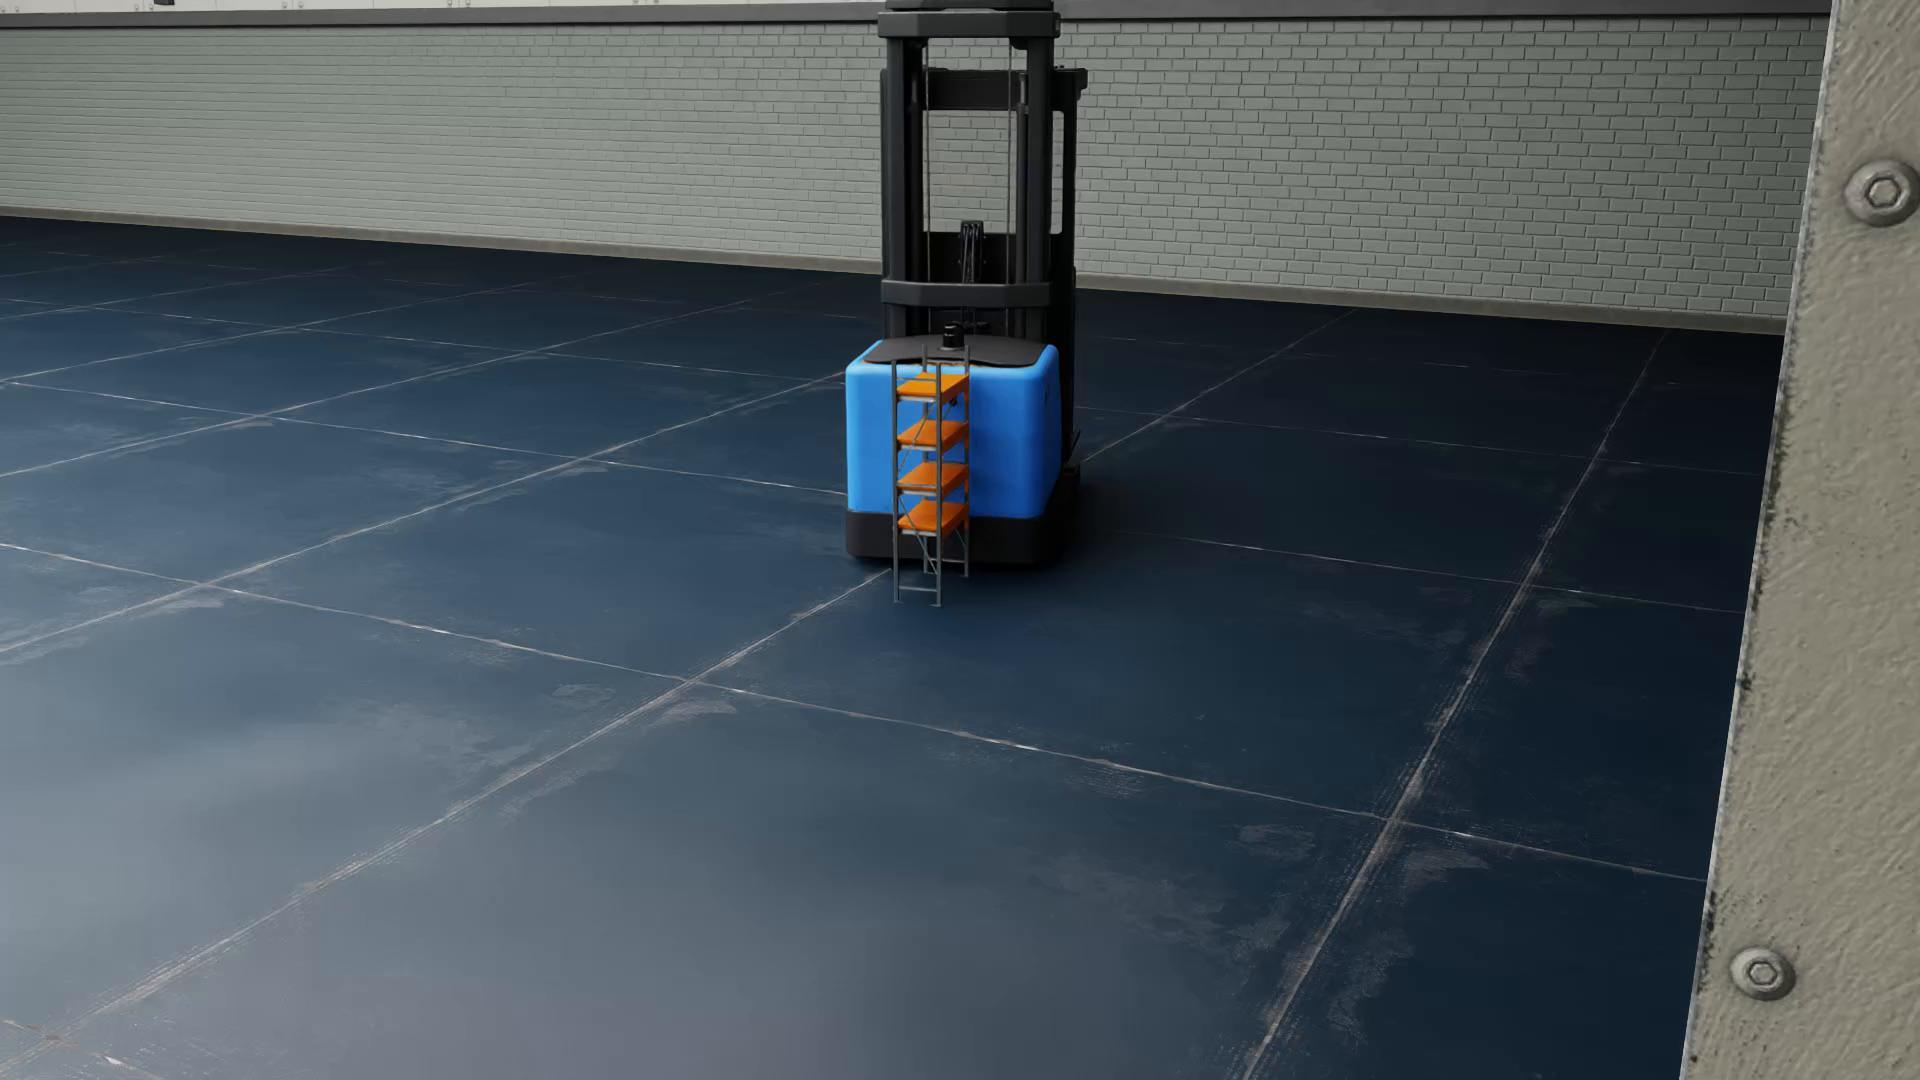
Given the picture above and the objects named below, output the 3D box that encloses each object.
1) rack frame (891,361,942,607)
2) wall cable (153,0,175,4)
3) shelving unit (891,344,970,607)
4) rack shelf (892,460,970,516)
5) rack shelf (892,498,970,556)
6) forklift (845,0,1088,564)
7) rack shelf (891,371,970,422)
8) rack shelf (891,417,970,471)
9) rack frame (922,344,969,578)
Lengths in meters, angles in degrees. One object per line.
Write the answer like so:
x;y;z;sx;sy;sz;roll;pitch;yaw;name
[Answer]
-0.206;-0.258;7.963;0.240;1.200;0.015;5;17;15;rack frame
-10.593;-10.475;22.691;2.305;6.003;0.169;8;18;25;wall cable
-0.138;-0.325;8.188;0.258;1.200;0.503;5;17;15;shelving unit
-0.138;-0.260;8.207;0.258;0.148;0.480;5;17;15;rack shelf
-0.138;-0.070;8.263;0.258;0.148;0.480;5;17;15;rack shelf
0.139;-1.657;9.635;1.130;2.935;3.031;3;17;9;forklift
-0.138;-0.701;8.076;0.258;0.148;0.480;5;17;15;rack shelf
-0.138;-0.475;8.143;0.258;0.148;0.480;5;17;15;rack shelf
-0.071;-0.391;8.413;0.240;1.200;0.015;5;17;15;rack frame
